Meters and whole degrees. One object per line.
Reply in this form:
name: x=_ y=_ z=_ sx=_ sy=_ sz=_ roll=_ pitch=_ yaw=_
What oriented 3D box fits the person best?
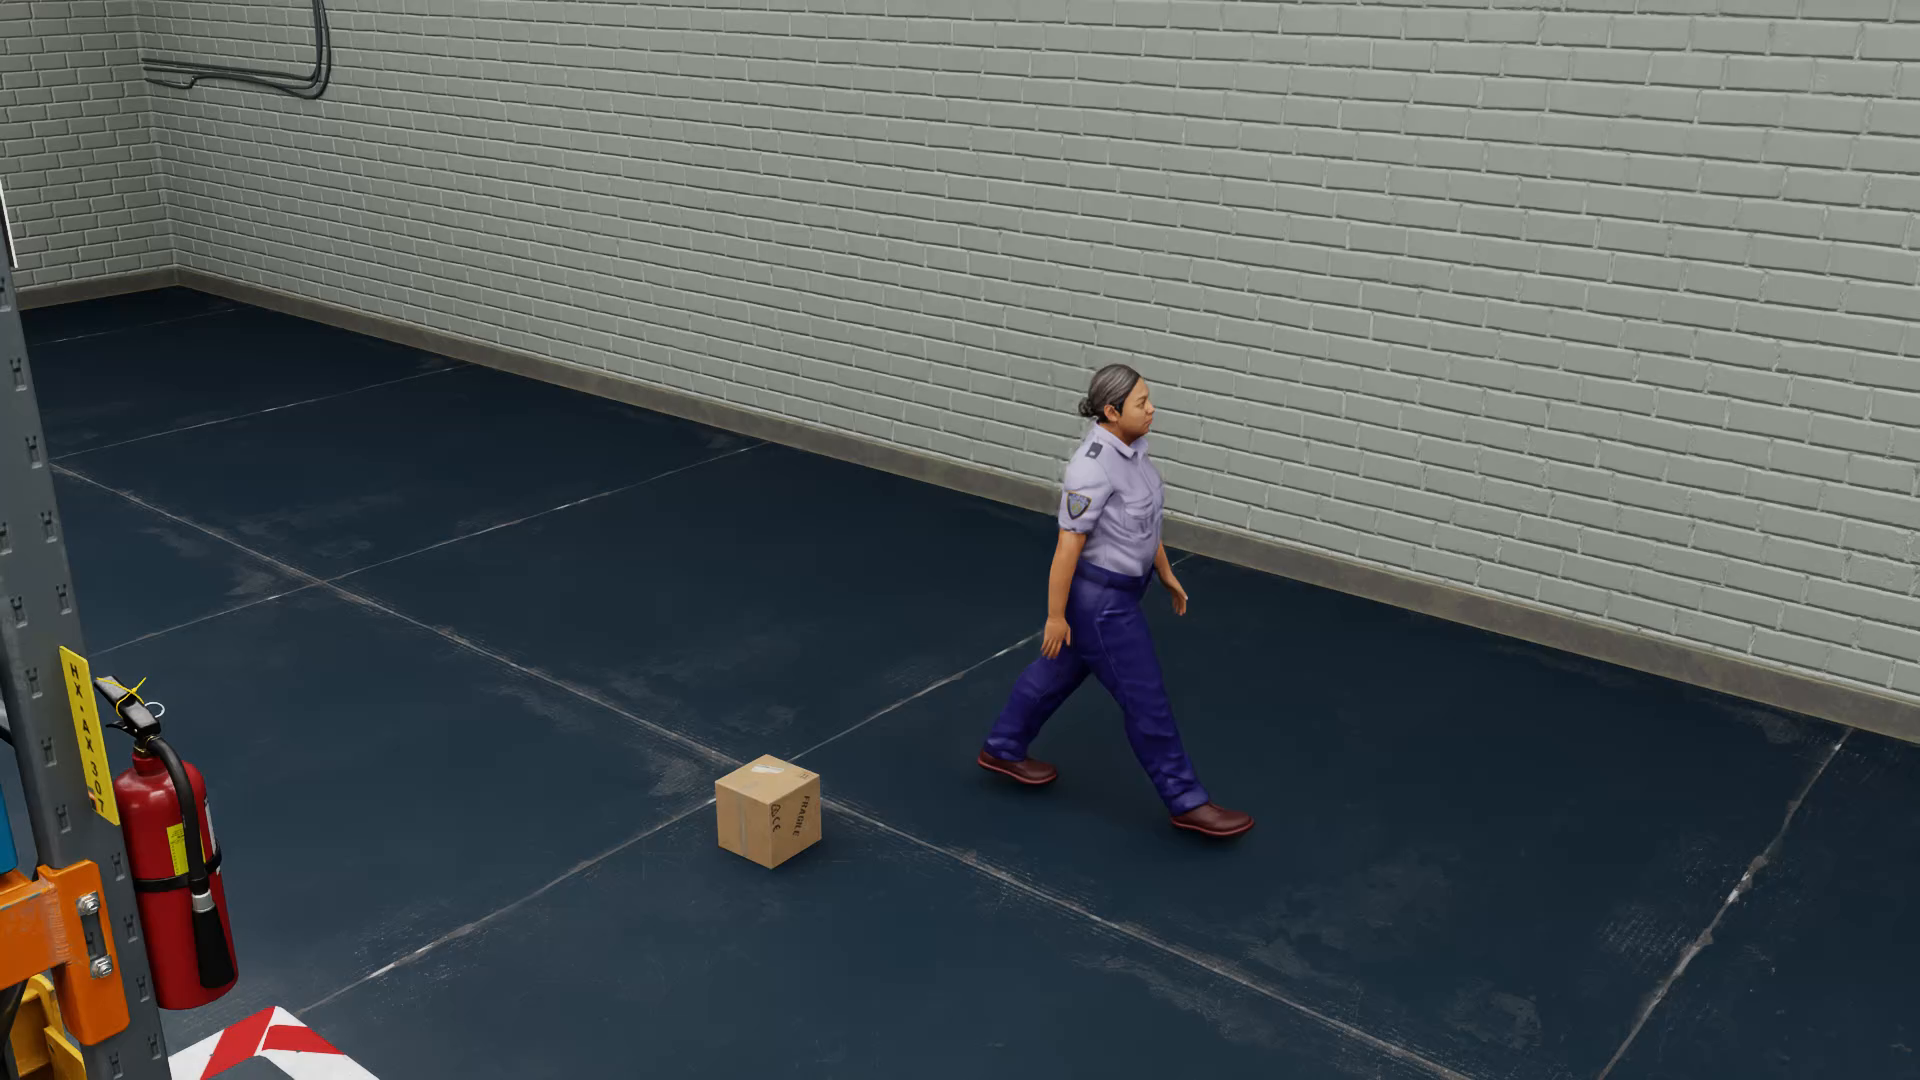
person: x=0.538 y=0.181 z=5.601 sx=1.020 sy=1.587 sz=0.521 roll=5 pitch=21 yaw=14
